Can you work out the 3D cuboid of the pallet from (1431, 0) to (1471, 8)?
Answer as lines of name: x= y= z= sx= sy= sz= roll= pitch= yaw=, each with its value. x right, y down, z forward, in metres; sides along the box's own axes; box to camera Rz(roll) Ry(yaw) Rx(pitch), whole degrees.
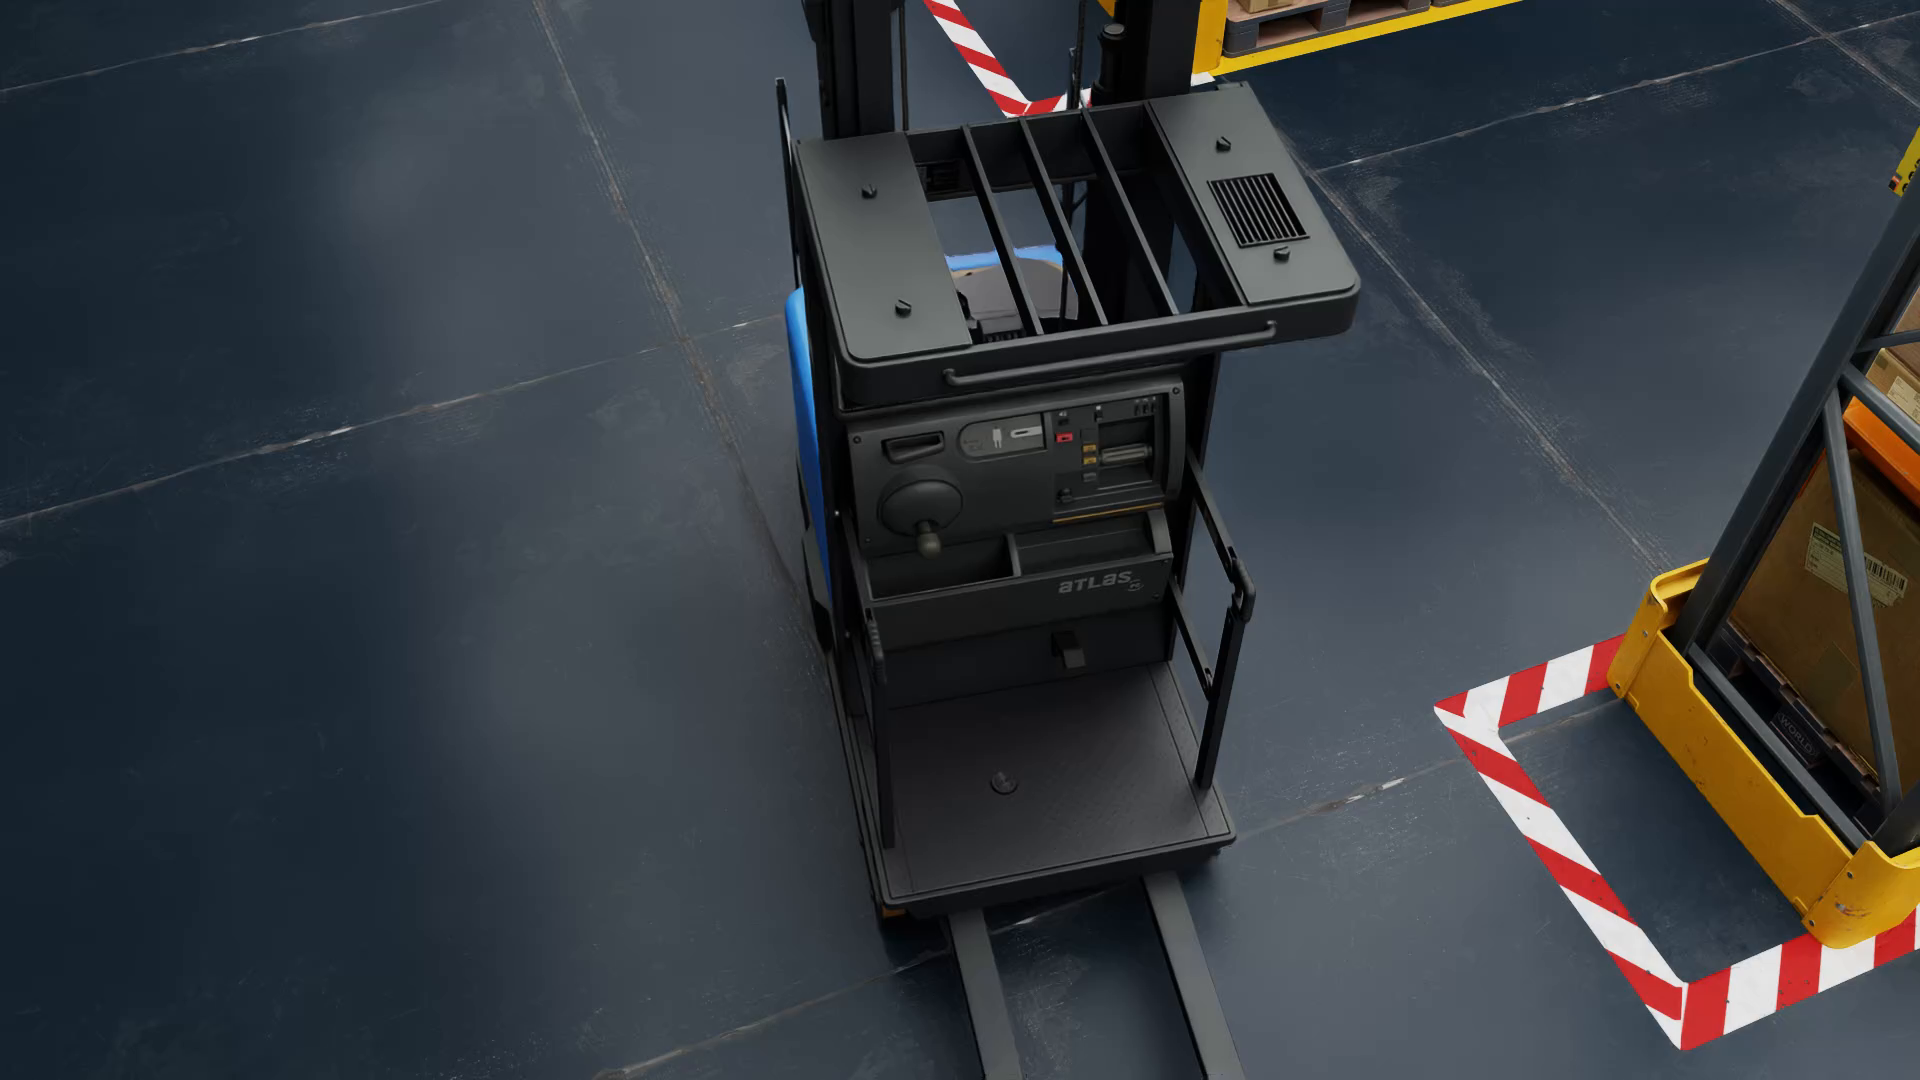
pallet: x=2.830 y=-3.340 z=8.979 sx=1.213 sy=0.211 sz=1.003 roll=-17 pitch=52 yaw=-14

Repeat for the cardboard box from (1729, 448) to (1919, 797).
cardboard box: x=3.210 y=0.157 z=5.262 sx=0.875 sy=0.875 sz=0.875 roll=-17 pitch=52 yaw=-14

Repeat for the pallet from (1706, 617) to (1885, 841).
pallet: x=3.359 y=0.465 z=5.711 sx=1.213 sy=0.211 sz=1.003 roll=-17 pitch=52 yaw=-14

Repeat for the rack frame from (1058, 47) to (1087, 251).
rack frame: x=0.436 y=-1.021 z=6.139 sx=0.032 sy=1.500 sz=0.500 roll=-8 pitch=50 yaw=-7

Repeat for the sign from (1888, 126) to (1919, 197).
sign: x=2.456 y=-0.998 z=4.211 sx=0.005 sy=0.325 sz=0.100 roll=-17 pitch=52 yaw=-14

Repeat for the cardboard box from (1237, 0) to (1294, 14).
cardboard box: x=1.472 y=-2.805 z=8.284 sx=0.250 sy=0.149 sz=0.380 roll=-16 pitch=51 yaw=-14

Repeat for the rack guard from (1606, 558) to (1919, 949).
rack guard: x=2.626 y=0.662 z=5.352 sx=0.348 sy=0.500 sz=1.175 roll=-17 pitch=52 yaw=-14

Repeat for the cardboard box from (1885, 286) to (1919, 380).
cardboard box: x=2.996 y=-0.532 z=4.633 sx=0.500 sy=0.250 sz=0.500 roll=-18 pitch=52 yaw=-15

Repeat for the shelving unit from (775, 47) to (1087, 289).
shelving unit: x=-0.065 y=-0.953 z=6.080 sx=1.048 sy=1.500 sz=0.538 roll=-8 pitch=50 yaw=-7

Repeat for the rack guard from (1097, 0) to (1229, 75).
rack guard: x=0.937 y=-2.879 z=8.393 sx=0.348 sy=0.500 sz=1.175 roll=-17 pitch=52 yaw=-14

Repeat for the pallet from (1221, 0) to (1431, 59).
pallet: x=1.702 y=-2.993 z=8.681 sx=1.213 sy=0.211 sz=1.003 roll=-17 pitch=52 yaw=-14

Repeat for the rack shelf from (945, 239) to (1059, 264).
rack shelf: x=-0.065 y=-0.836 z=6.217 sx=1.000 sy=0.185 sz=0.538 roll=-8 pitch=50 yaw=-7

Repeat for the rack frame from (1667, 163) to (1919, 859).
rack frame: x=2.648 y=-0.159 z=4.409 sx=0.127 sy=3.000 sz=1.000 roll=-17 pitch=52 yaw=-14

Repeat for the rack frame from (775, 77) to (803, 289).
rack frame: x=-0.565 y=-0.885 z=6.022 sx=0.032 sy=1.500 sz=0.500 roll=-8 pitch=50 yaw=-7

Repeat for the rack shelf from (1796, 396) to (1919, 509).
rack shelf: x=4.500 y=-0.498 z=5.175 sx=4.000 sy=0.370 sz=1.077 roll=-17 pitch=52 yaw=-14

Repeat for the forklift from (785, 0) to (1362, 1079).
forklift: x=0.210 y=-0.093 z=4.398 sx=1.130 sy=2.935 sz=3.031 roll=-9 pitch=50 yaw=-8

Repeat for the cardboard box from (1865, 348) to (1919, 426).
cardboard box: x=2.853 y=-0.410 z=4.791 sx=0.250 sy=0.149 sz=0.380 roll=-16 pitch=51 yaw=-14
